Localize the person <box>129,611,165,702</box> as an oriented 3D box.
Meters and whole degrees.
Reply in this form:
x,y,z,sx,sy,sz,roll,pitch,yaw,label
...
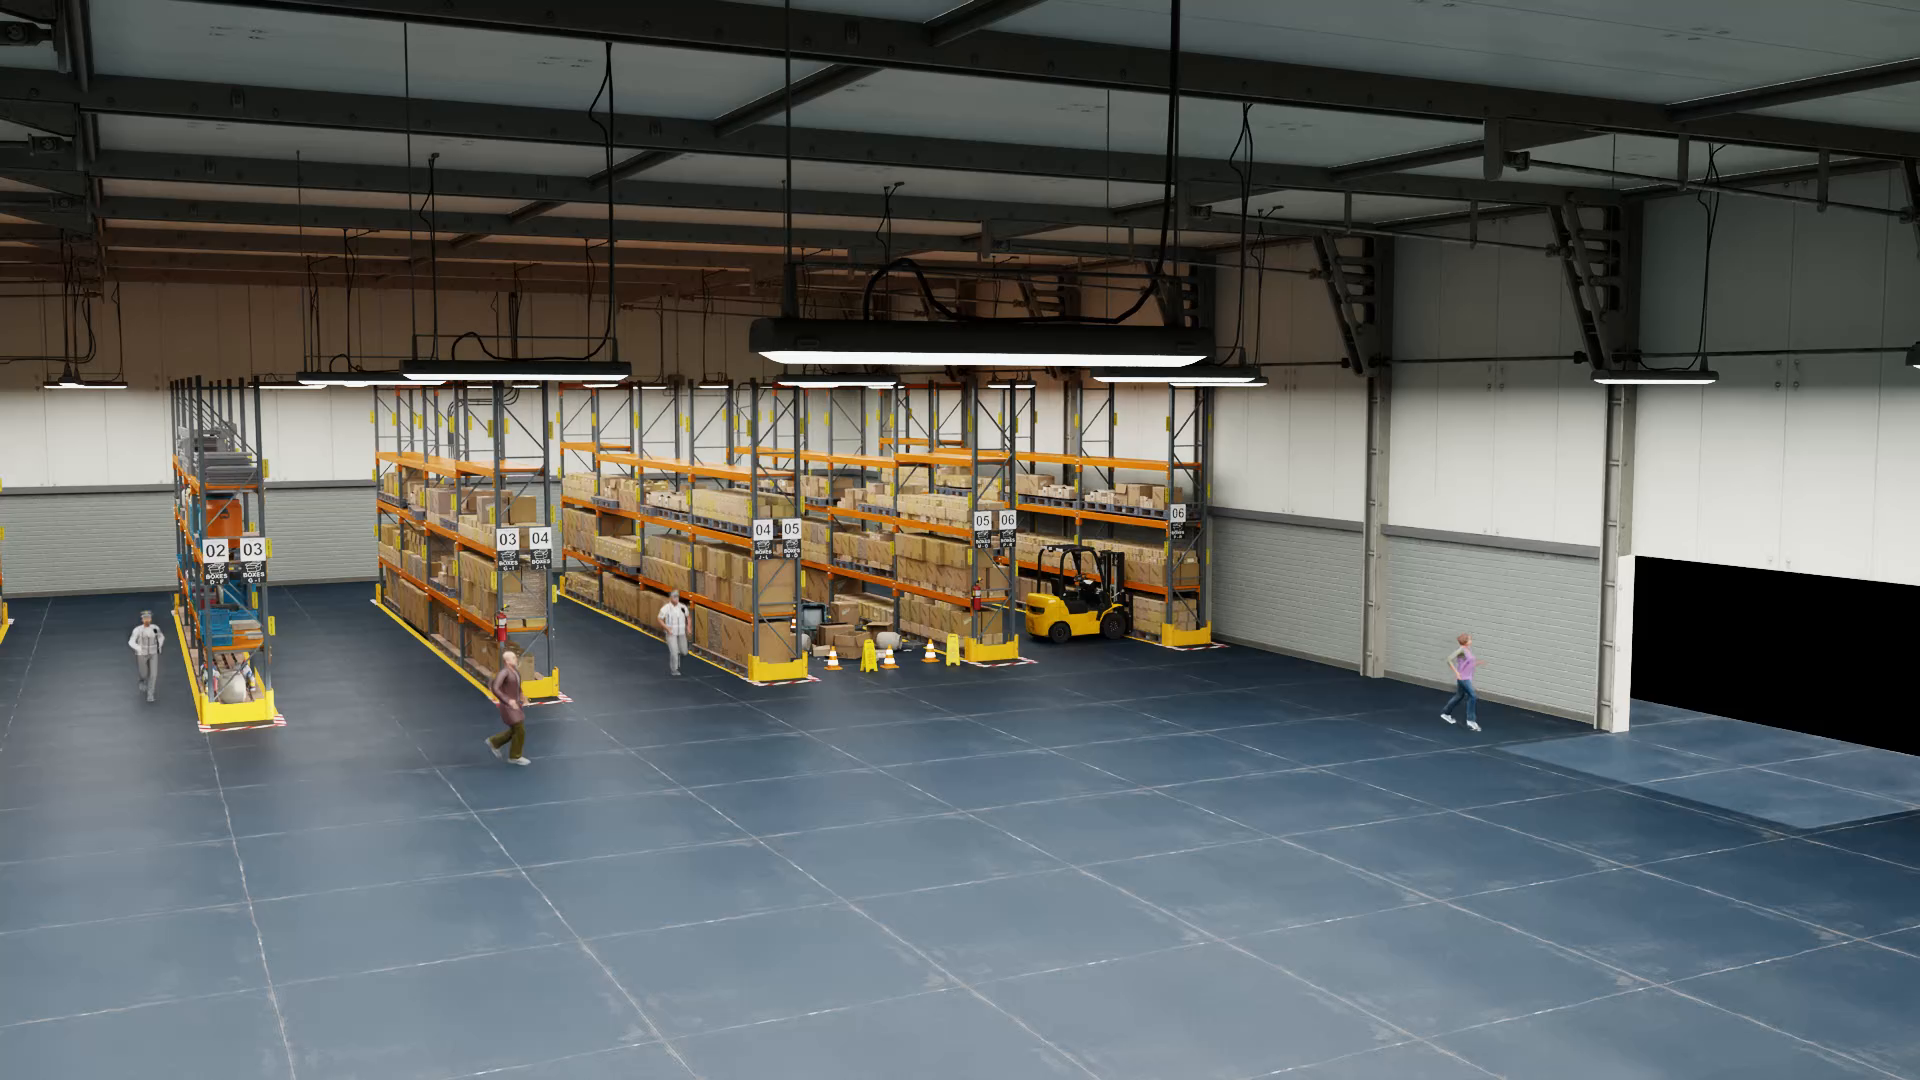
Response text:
x,y,z,sx,sy,sz,roll,pitch,yaw,label
-15.130,2.138,30.986,0.619,1.675,0.812,-4,6,-35,person

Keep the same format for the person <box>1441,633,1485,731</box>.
x,y,z,sx,sy,sz,roll,pitch,yaw,label
8.562,2.406,28.318,0.737,1.633,0.510,3,6,29,person

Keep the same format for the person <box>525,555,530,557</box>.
x,y,z,sx,sy,sz,roll,pitch,yaw,label
-11.797,0.875,45.370,0.619,1.665,0.654,-2,5,-16,person

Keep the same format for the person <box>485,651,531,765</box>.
x,y,z,sx,sy,sz,roll,pitch,yaw,label
-6.985,2.585,25.593,0.741,1.758,0.727,0,5,2,person

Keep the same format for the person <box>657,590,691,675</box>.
x,y,z,sx,sy,sz,roll,pitch,yaw,label
-5.803,1.854,33.713,0.685,1.728,0.631,-3,6,-33,person
